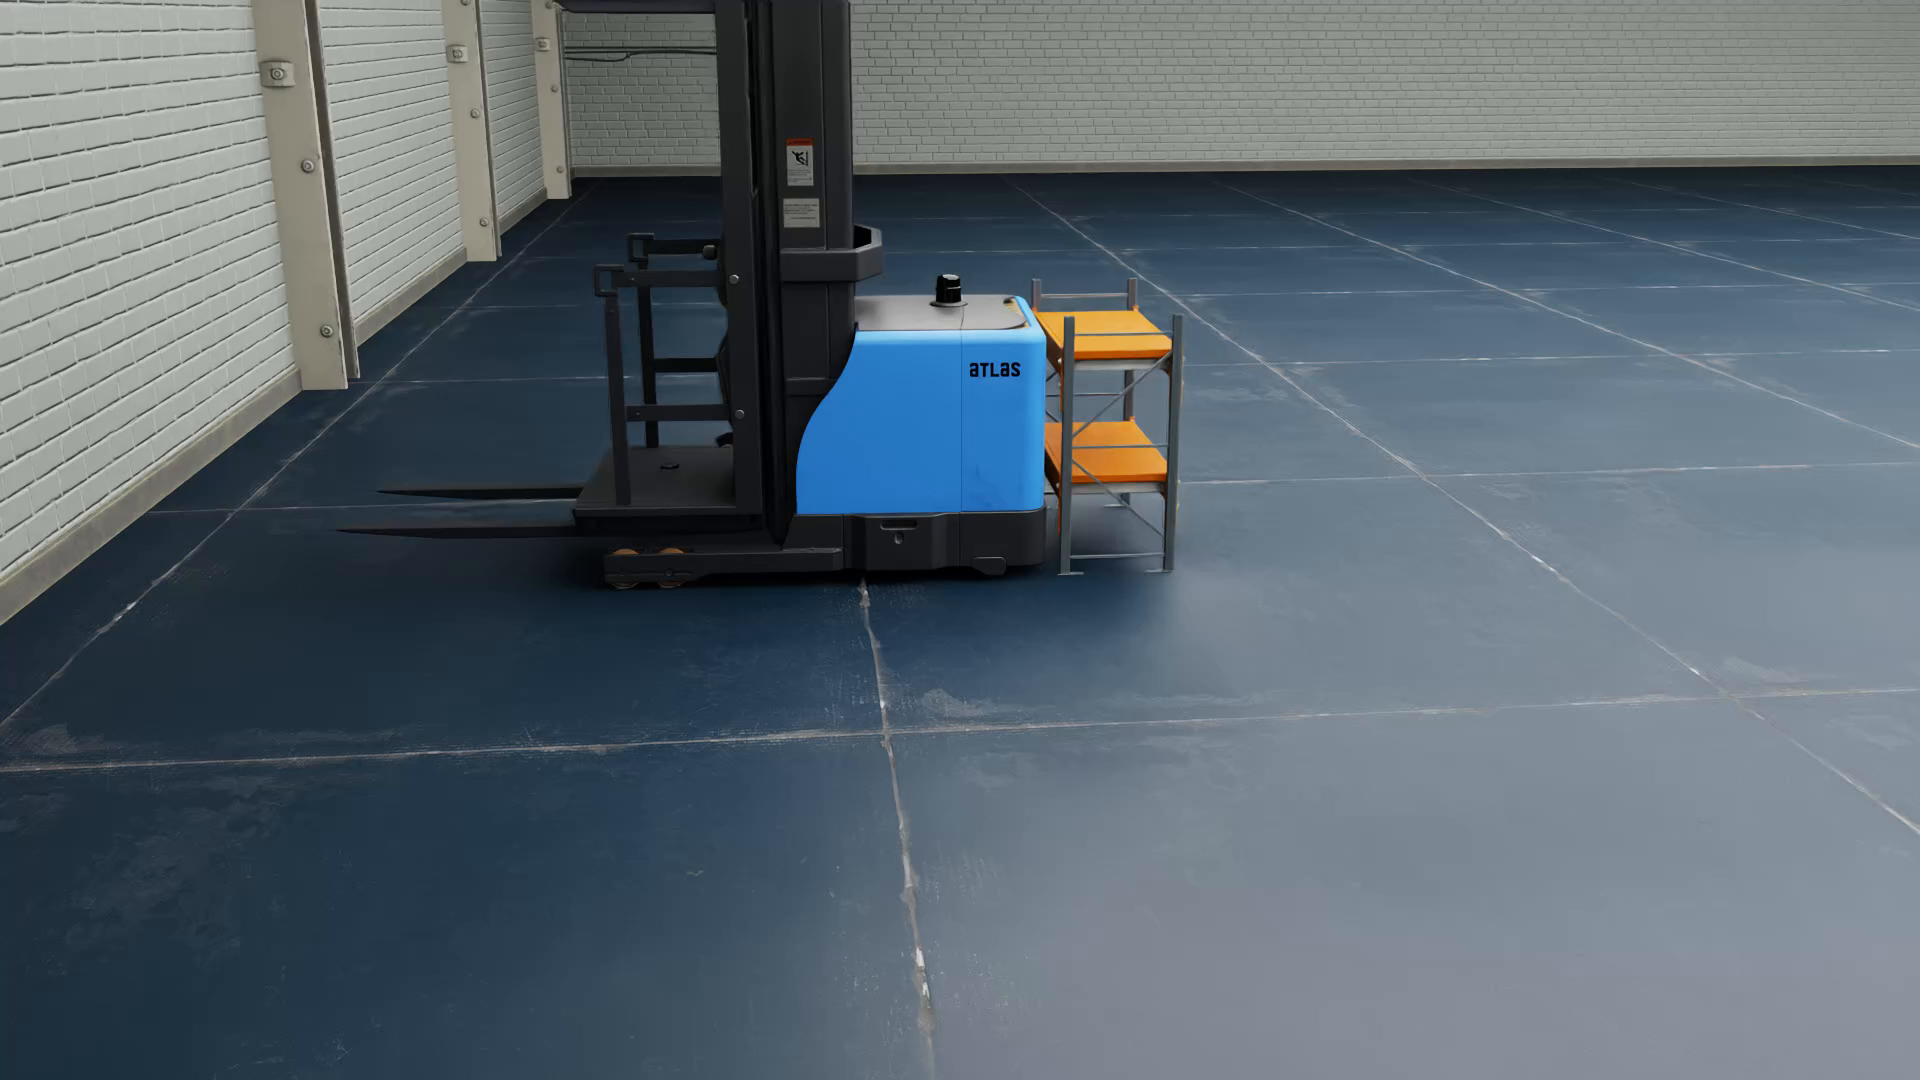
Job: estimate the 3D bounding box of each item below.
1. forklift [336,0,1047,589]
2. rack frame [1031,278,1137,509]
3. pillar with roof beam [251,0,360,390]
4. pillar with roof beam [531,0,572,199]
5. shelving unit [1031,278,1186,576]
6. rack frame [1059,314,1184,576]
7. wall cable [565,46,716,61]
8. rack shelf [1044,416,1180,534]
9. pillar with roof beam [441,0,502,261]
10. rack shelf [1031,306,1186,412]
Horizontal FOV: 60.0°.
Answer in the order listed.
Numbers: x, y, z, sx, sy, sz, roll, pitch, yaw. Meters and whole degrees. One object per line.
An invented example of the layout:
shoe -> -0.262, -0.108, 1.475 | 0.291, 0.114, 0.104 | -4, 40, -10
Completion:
forklift -> -1.165, -1.354, 7.098 | 3.031, 2.935, 1.130 | -1, 17, -3
rack frame -> 0.588, -0.696, 8.018 | 0.500, 1.125, 0.032 | -2, 17, -5
pillar with roof beam -> 0.120, -5.460, 10.046 | 9.100, 9.000, 0.400 | -2, 18, -6
pillar with roof beam -> -1.118, -9.036, 21.434 | 9.100, 9.000, 0.400 | -2, 18, -6
shelving unit -> 0.634, -0.545, 7.535 | 0.538, 1.125, 1.048 | -2, 17, -5
rack frame -> 0.679, -0.393, 7.052 | 0.500, 1.125, 0.032 | -2, 17, -5
wall cable -> -4.389, -8.340, 24.401 | 3.097, 2.526, 0.112 | -2, 18, -6
rack shelf -> 0.634, -0.312, 7.608 | 0.538, 0.278, 1.000 | -2, 17, -5
pillar with roof beam -> -0.499, -7.248, 15.740 | 9.100, 9.000, 0.400 | -2, 18, -6
rack shelf -> 0.634, -0.824, 7.447 | 0.538, 0.278, 1.000 | -2, 17, -5
